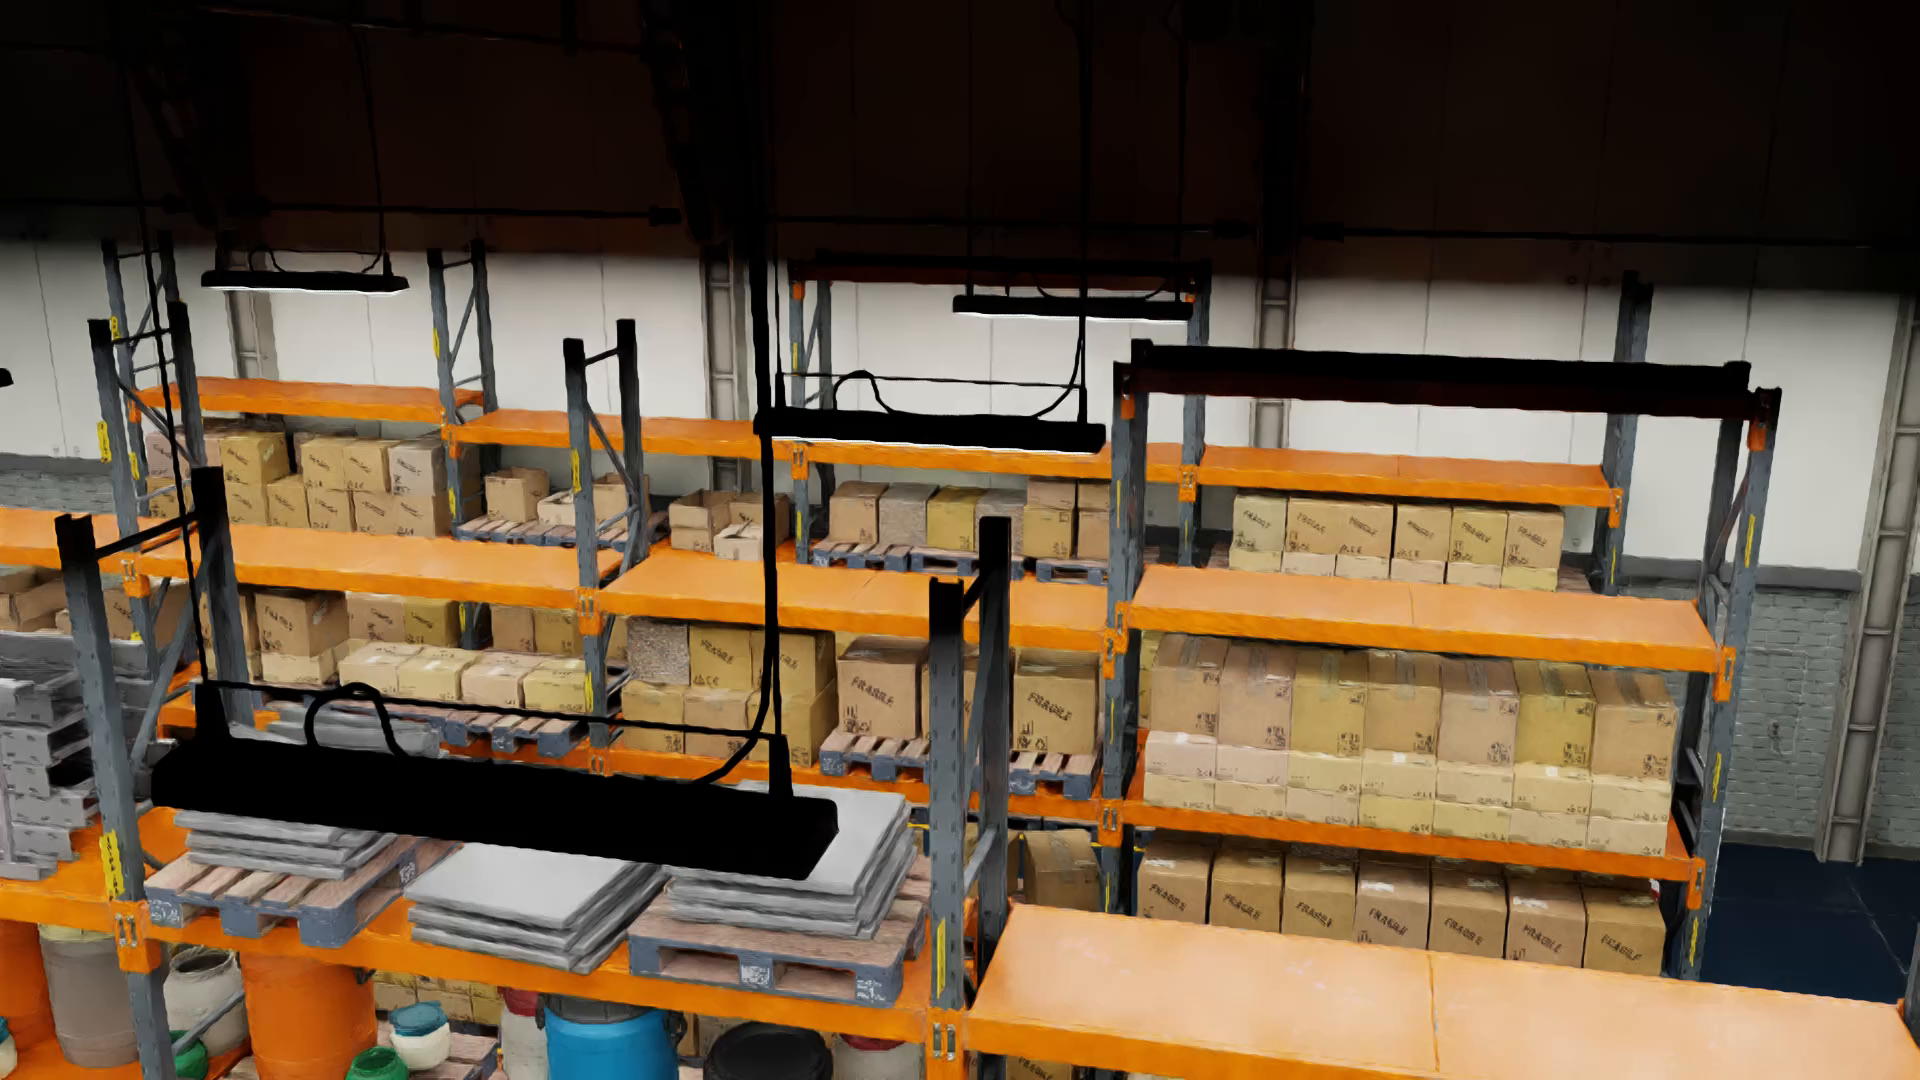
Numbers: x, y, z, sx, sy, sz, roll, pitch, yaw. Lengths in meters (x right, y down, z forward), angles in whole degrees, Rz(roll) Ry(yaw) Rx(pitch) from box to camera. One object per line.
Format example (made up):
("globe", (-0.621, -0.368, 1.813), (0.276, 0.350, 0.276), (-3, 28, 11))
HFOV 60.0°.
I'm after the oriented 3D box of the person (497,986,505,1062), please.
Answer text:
("person", (-3.208, 3.870, 12.283), (1.000, 1.580, 0.478), (1, 16, 5))
